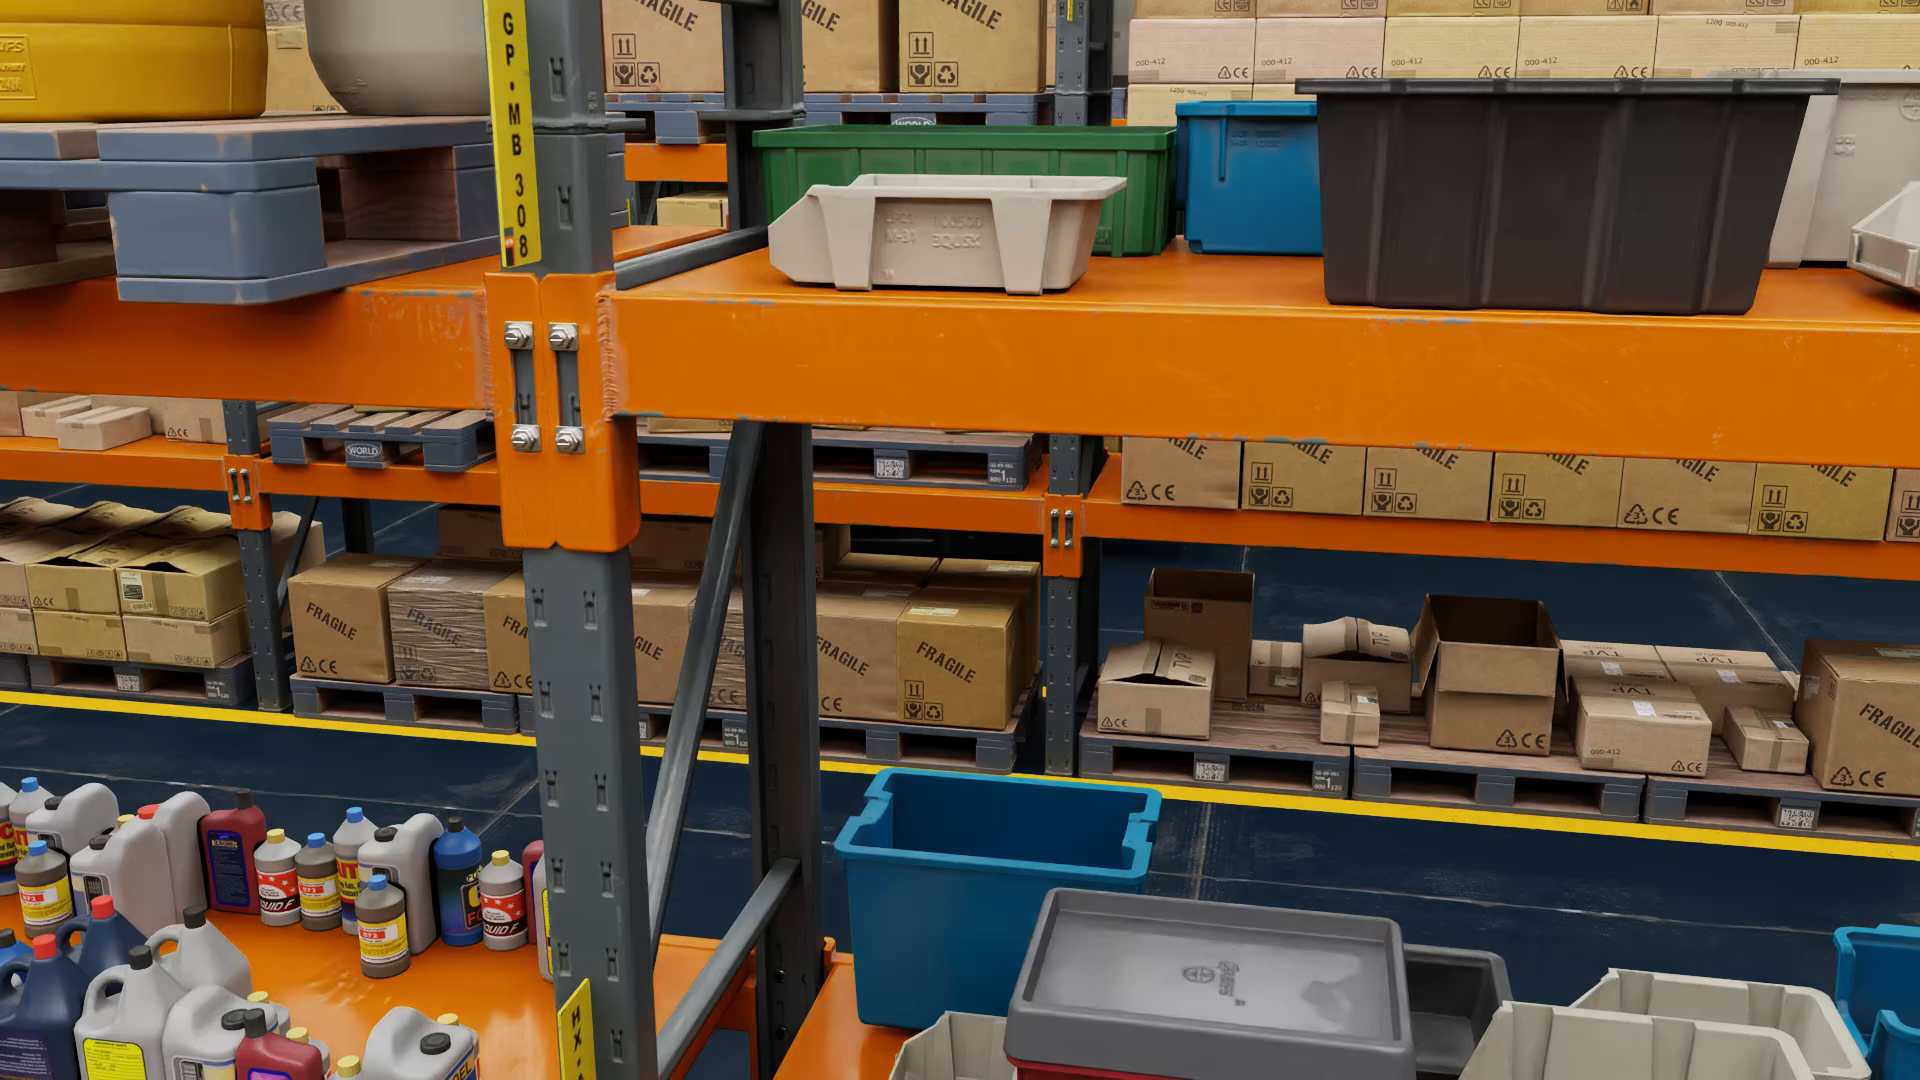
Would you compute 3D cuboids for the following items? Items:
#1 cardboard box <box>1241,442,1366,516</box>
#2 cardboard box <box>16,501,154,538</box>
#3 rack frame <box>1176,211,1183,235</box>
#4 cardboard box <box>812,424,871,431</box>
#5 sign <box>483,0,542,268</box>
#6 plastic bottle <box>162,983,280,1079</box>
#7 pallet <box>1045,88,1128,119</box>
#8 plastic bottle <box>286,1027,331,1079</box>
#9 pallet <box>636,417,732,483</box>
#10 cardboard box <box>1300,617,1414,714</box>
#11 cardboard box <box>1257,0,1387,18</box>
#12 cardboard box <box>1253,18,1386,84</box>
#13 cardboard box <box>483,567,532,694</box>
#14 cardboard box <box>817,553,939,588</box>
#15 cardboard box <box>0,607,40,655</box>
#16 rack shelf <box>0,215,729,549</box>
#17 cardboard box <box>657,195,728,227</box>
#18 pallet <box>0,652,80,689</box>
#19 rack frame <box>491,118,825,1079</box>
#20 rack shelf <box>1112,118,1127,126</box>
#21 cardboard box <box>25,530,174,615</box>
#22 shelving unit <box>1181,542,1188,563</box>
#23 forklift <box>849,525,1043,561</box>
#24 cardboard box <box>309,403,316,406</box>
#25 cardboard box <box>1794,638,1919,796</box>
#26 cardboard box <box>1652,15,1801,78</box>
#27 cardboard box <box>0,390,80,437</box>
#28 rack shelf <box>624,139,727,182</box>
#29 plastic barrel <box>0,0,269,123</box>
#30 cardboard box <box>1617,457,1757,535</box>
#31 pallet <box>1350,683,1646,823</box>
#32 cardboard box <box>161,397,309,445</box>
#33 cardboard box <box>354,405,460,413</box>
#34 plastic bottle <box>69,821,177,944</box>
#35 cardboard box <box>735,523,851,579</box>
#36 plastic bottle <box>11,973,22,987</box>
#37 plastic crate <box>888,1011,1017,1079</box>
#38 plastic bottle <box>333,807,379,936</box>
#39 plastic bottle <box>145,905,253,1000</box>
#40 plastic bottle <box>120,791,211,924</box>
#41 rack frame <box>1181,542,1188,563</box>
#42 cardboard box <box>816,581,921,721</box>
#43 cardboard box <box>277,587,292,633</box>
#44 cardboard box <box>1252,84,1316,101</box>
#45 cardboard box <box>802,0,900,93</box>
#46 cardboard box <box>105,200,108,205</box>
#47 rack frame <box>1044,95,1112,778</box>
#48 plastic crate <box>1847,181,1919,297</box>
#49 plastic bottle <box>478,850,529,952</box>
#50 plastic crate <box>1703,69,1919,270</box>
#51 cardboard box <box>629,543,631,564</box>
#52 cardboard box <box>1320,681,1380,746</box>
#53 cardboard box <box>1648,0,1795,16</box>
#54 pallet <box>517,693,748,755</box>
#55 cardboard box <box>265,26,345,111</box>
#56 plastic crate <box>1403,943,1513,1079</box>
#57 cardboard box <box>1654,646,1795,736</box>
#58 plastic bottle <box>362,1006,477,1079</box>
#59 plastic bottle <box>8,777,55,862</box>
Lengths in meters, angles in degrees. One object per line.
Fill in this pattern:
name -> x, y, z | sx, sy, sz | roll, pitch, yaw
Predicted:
cardboard box -> 1.495, -0.419, 7.199 | 0.500, 0.500, 0.500 | 3, 16, 12
cardboard box -> -4.843, -0.014, 9.239 | 0.500, 0.311, 0.500 | 3, 16, 10
rack frame -> 1.531, -1.792, 12.342 | 0.127, 3.000, 1.000 | 3, 16, 11
cardboard box -> -0.558, -0.850, 7.968 | 0.500, 0.500, 0.700 | 6, 16, 20
sign -> -0.555, -0.506, 2.065 | 0.005, 0.325, 0.100 | 3, 16, 11
plastic bottle -> -1.252, 0.904, 2.843 | 0.135, 0.276, 0.152 | 3, 16, 11
pallet -> 0.623, -3.181, 12.097 | 1.217, 0.209, 0.805 | 2, 16, 9
plastic bottle -> -1.131, 0.937, 2.863 | 0.097, 0.201, 0.097 | 0, 15, 0
pallet -> -1.465, -0.514, 8.088 | 1.213, 0.211, 1.003 | 3, 16, 11
cardboard box -> 1.898, 0.584, 7.978 | 0.500, 0.311, 0.500 | 3, 16, 11
cardboard box -> 1.494, -2.392, 6.829 | 0.500, 0.500, 0.700 | 3, 16, 11
cardboard box -> 1.465, -1.993, 6.794 | 0.500, 0.250, 0.500 | 3, 16, 11
cardboard box -> -1.978, 0.437, 8.153 | 0.500, 0.500, 0.500 | 3, 16, 10
cardboard box -> -0.403, 0.382, 8.353 | 0.500, 0.500, 0.500 | 3, 16, 12
cardboard box -> -4.934, 0.396, 8.808 | 0.500, 0.250, 0.500 | 3, 16, 12
rack shelf -> -2.403, -0.406, 3.066 | 4.000, 0.370, 1.077 | 3, 16, 11
cardboard box -> -1.967, -2.474, 12.618 | 0.500, 0.250, 0.500 | 3, 16, 12
pallet -> -5.363, 0.516, 9.235 | 1.213, 0.211, 1.003 | 3, 16, 11
rack frame -> -0.443, 0.800, 2.986 | 0.127, 3.000, 1.000 | 3, 16, 11
rack shelf -> -0.429, -2.997, 12.422 | 4.000, 0.370, 1.077 | 3, 16, 11
cardboard box -> -4.445, 0.154, 8.629 | 0.500, 0.311, 0.500 | 3, 16, 10
shelving unit -> 1.144, -0.643, 11.004 | 0.755, 1.500, 0.431 | 3, 16, 11
forklift -> -0.768, -1.407, 11.083 | 3.031, 2.935, 1.130 | 1, 16, 4
cardboard box -> -5.067, -1.176, 13.976 | 0.500, 0.500, 0.700 | 3, 16, 10
cardboard box -> 3.886, 0.745, 7.042 | 0.500, 0.500, 0.500 | 3, 16, 11
cardboard box -> 2.934, -1.912, 6.501 | 0.500, 0.250, 0.500 | 3, 16, 11
cardboard box -> -5.020, -0.842, 8.725 | 0.500, 0.500, 0.500 | 2, 16, 8
rack shelf -> -1.412, -1.701, 7.743 | 4.000, 0.370, 1.077 | 3, 16, 11
plastic barrel -> -1.378, -0.934, 2.488 | 0.600, 0.588, 0.600 | 0, 15, 0
cardboard box -> 2.977, -0.339, 6.908 | 0.500, 0.500, 0.500 | 3, 16, 12
pallet -> 2.420, 0.949, 7.671 | 1.213, 0.211, 1.003 | 3, 16, 11
cardboard box -> -3.720, -0.697, 8.554 | 0.500, 0.311, 0.500 | 4, 16, 15
cardboard box -> -2.733, -0.955, 8.348 | 0.500, 0.500, 0.700 | -2, 16, -8
plastic bottle -> -1.758, 0.726, 3.486 | 0.135, 0.276, 0.152 | 3, 16, 11
cardboard box -> -0.858, -0.007, 8.353 | 0.500, 0.250, 0.500 | 3, 16, 11
plastic bottle -> -1.746, 0.877, 2.940 | 0.135, 0.276, 0.152 | 3, 16, 11
plastic crate -> -0.015, 0.960, 2.789 | 0.243, 0.136, 0.396 | 3, 16, 11
plastic bottle -> -1.287, 0.705, 3.570 | 0.097, 0.271, 0.097 | 0, 15, 0
plastic bottle -> -1.380, 0.822, 2.996 | 0.185, 0.351, 0.144 | 3, 16, 11
plastic bottle -> -1.728, 0.686, 3.629 | 0.135, 0.276, 0.152 | 3, 16, 11
rack frame -> 1.504, -0.624, 10.935 | 0.023, 1.500, 0.400 | 3, 16, 11
cardboard box -> -0.476, 0.517, 7.865 | 0.500, 0.500, 0.500 | 3, 16, 11
cardboard box -> -3.827, 0.309, 9.120 | 0.500, 0.250, 0.500 | 3, 16, 11
cardboard box -> 1.464, -1.751, 6.856 | 0.500, 0.250, 0.500 | 3, 16, 11
cardboard box -> -0.591, -2.316, 7.453 | 0.600, 0.600, 0.600 | 3, 16, 10
cardboard box -> -7.233, -2.624, 14.186 | 0.500, 0.500, 0.500 | 3, 16, 11
rack frame -> 0.548, -0.496, 7.663 | 0.127, 3.000, 1.000 | 3, 16, 11
plastic crate -> 1.402, -0.351, 2.015 | 0.530, 0.136, 0.437 | 3, 16, 11
plastic bottle -> -0.965, 0.756, 3.517 | 0.097, 0.201, 0.097 | 0, 15, 0
plastic crate -> 1.366, -0.575, 2.550 | 0.530, 0.282, 0.437 | 3, 16, 11
cardboard box -> -1.902, 0.300, 8.649 | 0.500, 0.500, 0.500 | 3, 16, 9
cardboard box -> 1.766, 0.780, 7.541 | 0.250, 0.166, 0.380 | 3, 16, 11
cardboard box -> 2.976, -2.329, 6.602 | 0.500, 0.500, 0.700 | 3, 16, 11
pallet -> -1.456, 0.750, 8.388 | 1.213, 0.211, 1.003 | 3, 16, 11
cardboard box -> -2.938, -2.188, 7.966 | 0.500, 0.500, 0.910 | 3, 16, 11
plastic crate -> 0.707, 0.893, 3.054 | 0.590, 0.125, 0.437 | 3, 16, 11
cardboard box -> 3.501, 0.700, 7.672 | 0.500, 0.250, 0.500 | 3, 16, 11
plastic bottle -> -0.894, 0.923, 2.773 | 0.135, 0.276, 0.152 | 3, 16, 11
plastic bottle -> -2.064, 0.662, 3.722 | 0.097, 0.271, 0.097 | 0, 15, 0
